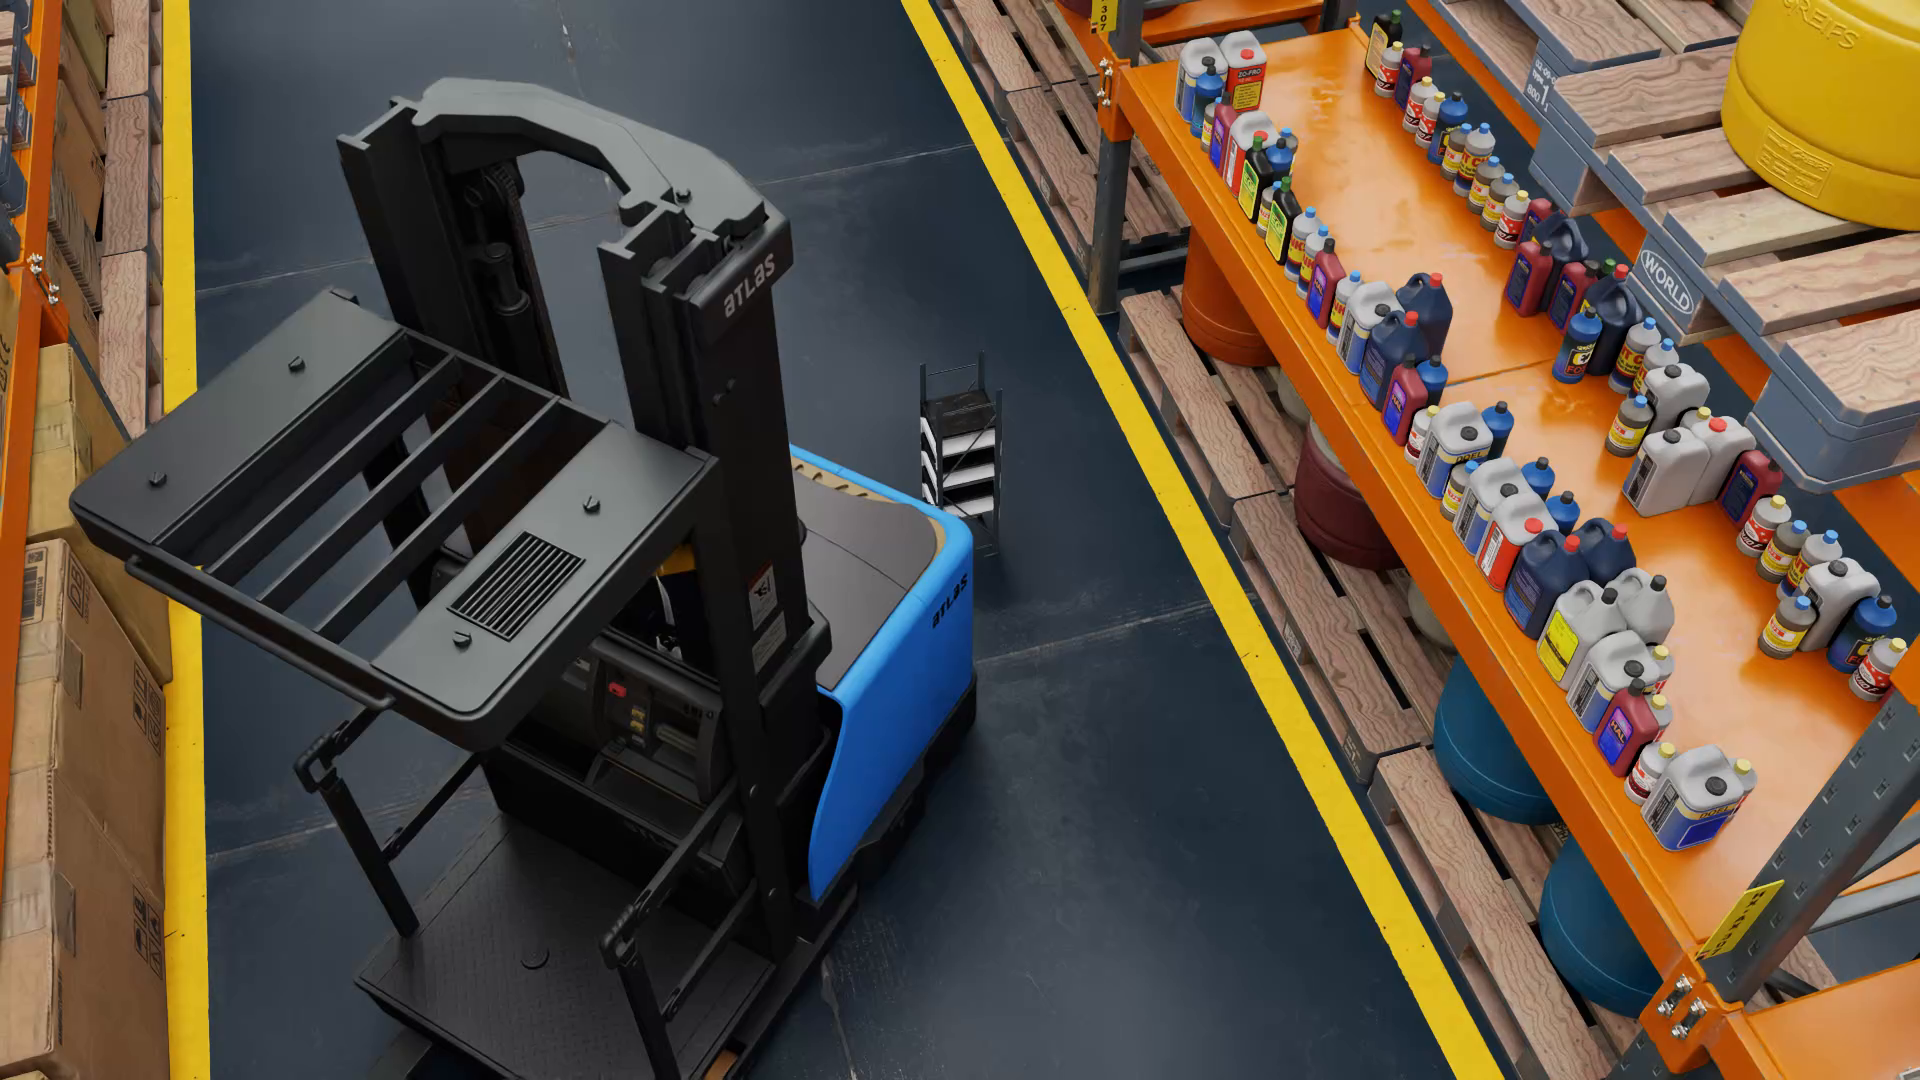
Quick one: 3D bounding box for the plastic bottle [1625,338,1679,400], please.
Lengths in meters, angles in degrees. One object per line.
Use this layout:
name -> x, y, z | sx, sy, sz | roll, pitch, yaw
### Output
plastic bottle -> 2.125, -0.507, 5.089 | 0.097, 0.271, 0.097 | 0, 50, 0

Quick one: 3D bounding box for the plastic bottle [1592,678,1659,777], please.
plastic bottle -> 1.711, 0.477, 4.252 | 0.061, 0.283, 0.133 | -13, 51, -11

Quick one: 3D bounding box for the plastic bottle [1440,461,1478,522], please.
plastic bottle -> 1.466, -0.150, 4.834 | 0.097, 0.201, 0.097 | 0, 50, 0

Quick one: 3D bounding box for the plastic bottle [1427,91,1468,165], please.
plastic bottle -> 1.735, -1.469, 5.901 | 0.097, 0.271, 0.097 | 0, 50, 0

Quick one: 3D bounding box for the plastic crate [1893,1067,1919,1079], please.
plastic crate -> 2.250, 1.250, 3.657 | 0.396, 0.136, 0.243 | -13, 51, -11

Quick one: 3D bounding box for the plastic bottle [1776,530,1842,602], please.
plastic bottle -> 2.359, 0.072, 4.602 | 0.097, 0.271, 0.097 | 0, 50, 0

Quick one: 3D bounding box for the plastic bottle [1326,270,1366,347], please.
plastic bottle -> 1.234, -0.744, 5.289 | 0.097, 0.271, 0.097 | 0, 50, 0

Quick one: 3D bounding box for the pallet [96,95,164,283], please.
pallet -> -4.253, -1.551, 7.709 | 1.003, 0.211, 1.213 | -13, 51, -11

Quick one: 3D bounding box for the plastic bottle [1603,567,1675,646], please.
plastic bottle -> 1.802, 0.198, 4.443 | 0.144, 0.351, 0.185 | -13, 51, -11

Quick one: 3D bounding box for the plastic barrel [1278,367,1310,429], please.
plastic barrel -> 1.479, -0.697, 6.518 | 0.421, 0.512, 0.421 | 0, 50, 0

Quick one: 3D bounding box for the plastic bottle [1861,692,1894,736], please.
plastic bottle -> 2.442, 0.468, 4.215 | 0.144, 0.351, 0.185 | -13, 51, -11

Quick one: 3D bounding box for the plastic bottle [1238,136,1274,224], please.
plastic bottle -> 1.018, -1.236, 5.696 | 0.061, 0.283, 0.133 | -13, 51, -11

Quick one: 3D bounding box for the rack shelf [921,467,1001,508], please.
rack shelf -> 0.002, -0.205, 6.285 | 0.258, 0.077, 0.200 | -13, 51, -11

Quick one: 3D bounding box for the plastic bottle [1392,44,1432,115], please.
plastic bottle -> 1.661, -1.704, 6.091 | 0.061, 0.283, 0.133 | -13, 51, -11

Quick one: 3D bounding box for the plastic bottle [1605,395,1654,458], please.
plastic bottle -> 2.020, -0.352, 5.004 | 0.097, 0.201, 0.097 | 0, 50, 0

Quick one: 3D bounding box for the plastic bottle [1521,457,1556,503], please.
plastic bottle -> 1.640, -0.136, 4.777 | 0.097, 0.271, 0.097 | 0, 50, 0

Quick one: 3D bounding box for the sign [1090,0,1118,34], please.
sign -> 0.542, -2.032, 6.184 | 0.100, 0.325, 0.005 | -13, 51, -11

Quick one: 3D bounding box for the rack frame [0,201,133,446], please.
rack frame -> -3.666, -0.989, 5.412 | 1.000, 3.000, 0.127 | -13, 51, -11

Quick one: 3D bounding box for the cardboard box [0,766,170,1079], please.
cardboard box -> -2.956, 1.366, 4.541 | 1.225, 0.875, 0.875 | -15, 51, -12

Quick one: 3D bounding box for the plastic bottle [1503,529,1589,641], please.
plastic bottle -> 1.609, 0.096, 4.529 | 0.144, 0.351, 0.185 | -13, 51, -11

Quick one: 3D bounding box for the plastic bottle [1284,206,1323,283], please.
plastic bottle -> 1.137, -0.984, 5.491 | 0.097, 0.271, 0.097 | 0, 50, 0

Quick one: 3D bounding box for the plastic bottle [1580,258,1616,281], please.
plastic bottle -> 2.025, -0.805, 5.333 | 0.061, 0.283, 0.133 | -13, 51, -11

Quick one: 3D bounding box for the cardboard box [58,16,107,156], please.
cardboard box -> -4.399, -2.032, 7.638 | 0.700, 0.500, 0.500 | -17, 52, -14

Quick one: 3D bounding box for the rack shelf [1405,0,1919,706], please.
rack shelf -> 1.657, -1.383, 4.253 | 1.077, 0.370, 4.000 | -13, 51, -11

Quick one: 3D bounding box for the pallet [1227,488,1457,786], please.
pallet -> 1.696, 0.246, 6.195 | 1.003, 0.211, 1.213 | -13, 51, -11

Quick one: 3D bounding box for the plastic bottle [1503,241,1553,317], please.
plastic bottle -> 1.848, -0.870, 5.388 | 0.061, 0.283, 0.133 | -13, 51, -11

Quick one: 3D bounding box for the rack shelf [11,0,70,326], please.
rack shelf -> -4.257, -2.218, 6.918 | 1.077, 0.370, 4.000 | -13, 51, -11

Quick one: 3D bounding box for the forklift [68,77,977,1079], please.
forklift -> -1.118, 0.489, 4.211 | 1.130, 2.935, 3.031 | 24, 54, 19

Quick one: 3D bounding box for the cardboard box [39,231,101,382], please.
cardboard box -> -3.883, -0.810, 6.608 | 0.700, 0.500, 0.500 | -16, 52, -13

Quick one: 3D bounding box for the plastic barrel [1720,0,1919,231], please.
plastic barrel -> 1.785, -0.971, 3.037 | 0.600, 0.588, 0.600 | 0, 50, 0

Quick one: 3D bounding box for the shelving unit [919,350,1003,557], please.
shelving unit -> 0.002, -0.284, 6.191 | 0.258, 0.900, 0.210 | -13, 51, -11

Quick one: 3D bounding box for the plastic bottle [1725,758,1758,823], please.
plastic bottle -> 1.937, 0.620, 4.185 | 0.097, 0.201, 0.097 | 0, 50, 0

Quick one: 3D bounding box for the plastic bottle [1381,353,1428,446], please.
plastic bottle -> 1.346, -0.426, 5.013 | 0.061, 0.283, 0.133 | -13, 51, -11

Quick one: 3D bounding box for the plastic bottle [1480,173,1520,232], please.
plastic bottle -> 1.850, -1.162, 5.688 | 0.097, 0.201, 0.097 | 0, 50, 0

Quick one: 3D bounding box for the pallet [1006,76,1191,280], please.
pallet -> 0.874, -1.785, 7.906 | 1.003, 0.211, 1.213 | -13, 51, -11

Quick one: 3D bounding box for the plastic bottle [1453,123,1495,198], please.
plastic bottle -> 1.793, -1.327, 5.781 | 0.097, 0.271, 0.097 | 0, 50, 0

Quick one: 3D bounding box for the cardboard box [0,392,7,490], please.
cardboard box -> -3.141, -0.352, 4.809 | 0.500, 0.500, 0.500 | -14, 51, -11

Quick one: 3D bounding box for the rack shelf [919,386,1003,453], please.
rack shelf -> 0.002, -0.437, 6.010 | 0.258, 0.077, 0.200 | -13, 51, -11

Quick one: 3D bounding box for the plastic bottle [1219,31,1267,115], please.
plastic bottle -> 1.030, -1.714, 6.104 | 0.152, 0.276, 0.135 | -13, 51, -11

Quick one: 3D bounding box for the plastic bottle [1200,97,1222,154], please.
plastic bottle -> 0.922, -1.494, 5.967 | 0.097, 0.201, 0.097 | 0, 50, 0

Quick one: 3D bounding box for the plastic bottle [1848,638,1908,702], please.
plastic bottle -> 2.457, 0.335, 4.426 | 0.097, 0.201, 0.097 | 0, 50, 0

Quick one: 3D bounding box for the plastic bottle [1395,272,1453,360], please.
plastic bottle -> 1.444, -0.706, 5.205 | 0.144, 0.351, 0.185 | -13, 51, -11

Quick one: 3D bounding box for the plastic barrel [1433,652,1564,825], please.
plastic barrel -> 1.895, 0.435, 5.309 | 0.600, 0.901, 0.708 | -13, 51, -11

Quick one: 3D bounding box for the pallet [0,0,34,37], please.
pallet -> -4.290, -2.364, 6.696 | 1.003, 0.211, 1.213 | -13, 51, -11
